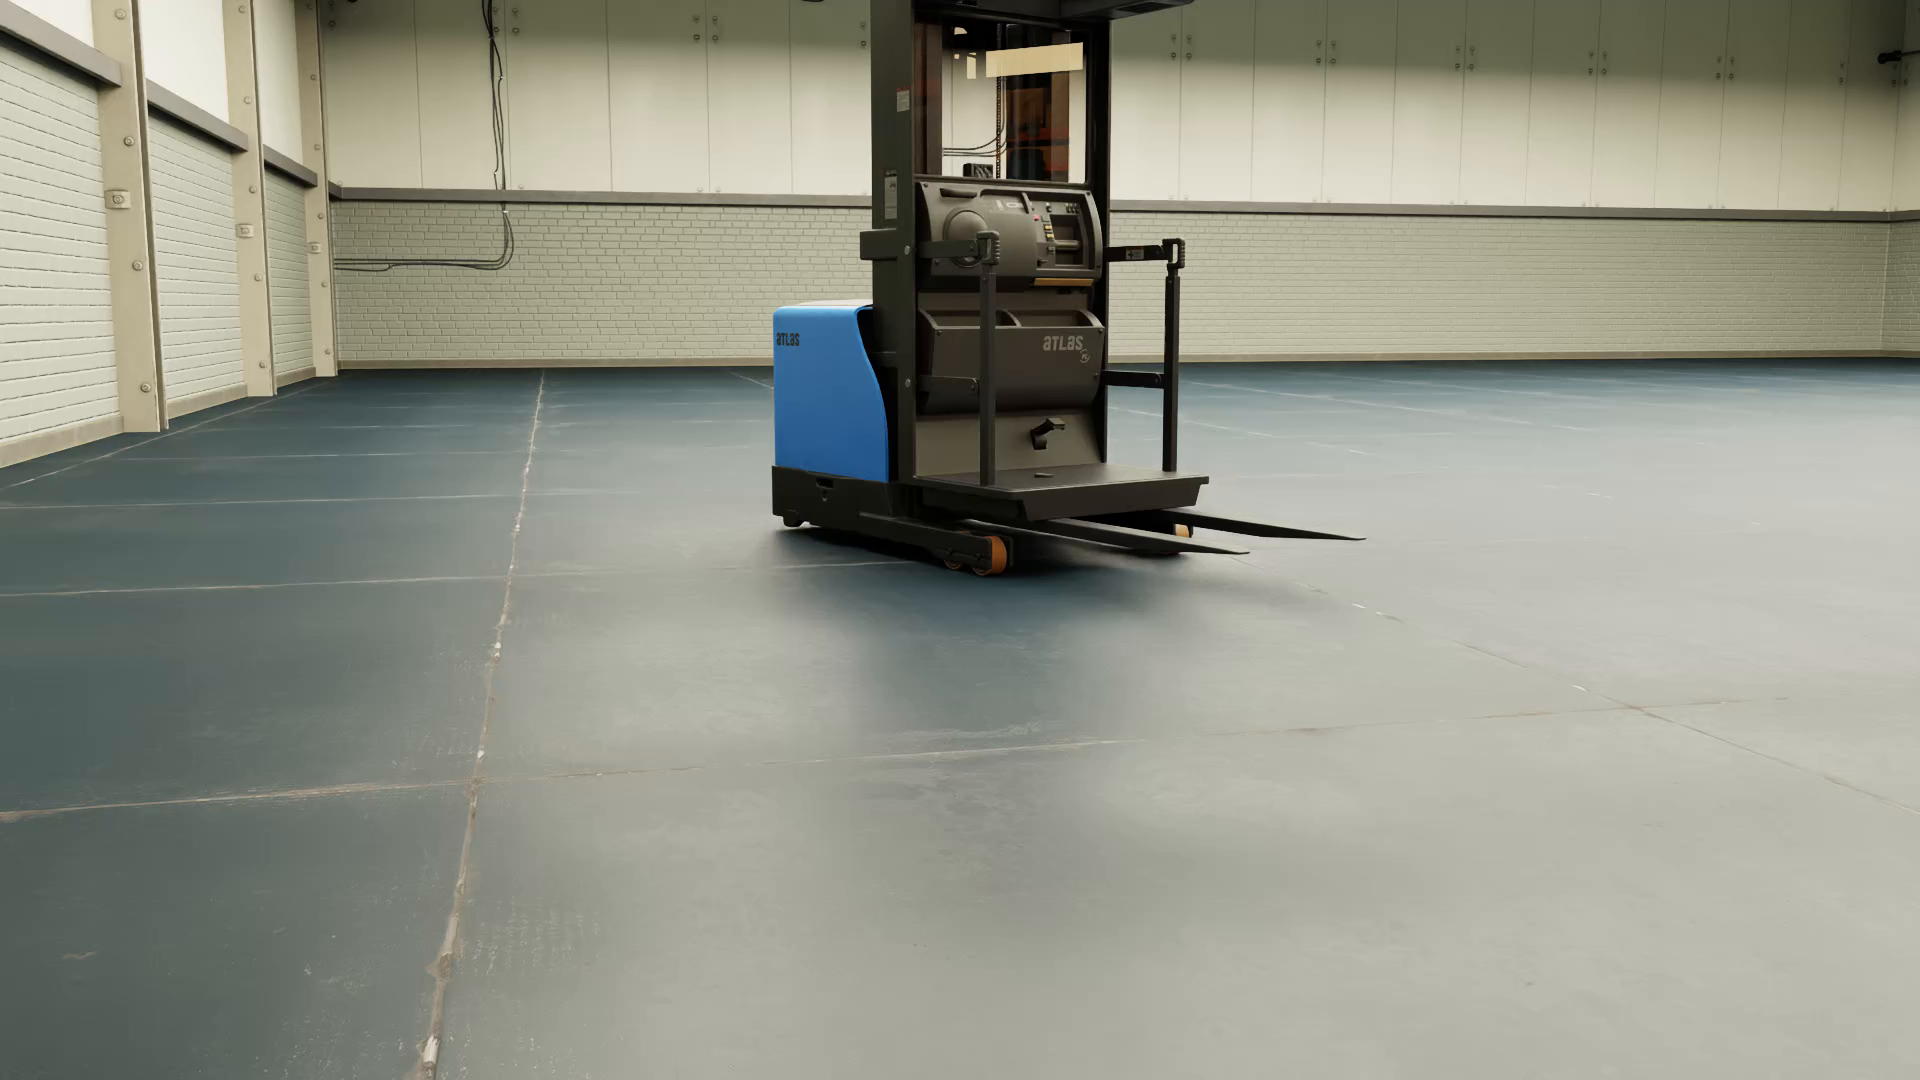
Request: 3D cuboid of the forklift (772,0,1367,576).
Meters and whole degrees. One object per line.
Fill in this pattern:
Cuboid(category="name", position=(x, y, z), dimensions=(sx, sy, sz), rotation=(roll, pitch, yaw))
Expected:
Cuboid(category="forklift", position=(0.355, -1.383, 7.015), dimensions=(1.130, 2.935, 3.031), rotation=(-6, 10, -35))
